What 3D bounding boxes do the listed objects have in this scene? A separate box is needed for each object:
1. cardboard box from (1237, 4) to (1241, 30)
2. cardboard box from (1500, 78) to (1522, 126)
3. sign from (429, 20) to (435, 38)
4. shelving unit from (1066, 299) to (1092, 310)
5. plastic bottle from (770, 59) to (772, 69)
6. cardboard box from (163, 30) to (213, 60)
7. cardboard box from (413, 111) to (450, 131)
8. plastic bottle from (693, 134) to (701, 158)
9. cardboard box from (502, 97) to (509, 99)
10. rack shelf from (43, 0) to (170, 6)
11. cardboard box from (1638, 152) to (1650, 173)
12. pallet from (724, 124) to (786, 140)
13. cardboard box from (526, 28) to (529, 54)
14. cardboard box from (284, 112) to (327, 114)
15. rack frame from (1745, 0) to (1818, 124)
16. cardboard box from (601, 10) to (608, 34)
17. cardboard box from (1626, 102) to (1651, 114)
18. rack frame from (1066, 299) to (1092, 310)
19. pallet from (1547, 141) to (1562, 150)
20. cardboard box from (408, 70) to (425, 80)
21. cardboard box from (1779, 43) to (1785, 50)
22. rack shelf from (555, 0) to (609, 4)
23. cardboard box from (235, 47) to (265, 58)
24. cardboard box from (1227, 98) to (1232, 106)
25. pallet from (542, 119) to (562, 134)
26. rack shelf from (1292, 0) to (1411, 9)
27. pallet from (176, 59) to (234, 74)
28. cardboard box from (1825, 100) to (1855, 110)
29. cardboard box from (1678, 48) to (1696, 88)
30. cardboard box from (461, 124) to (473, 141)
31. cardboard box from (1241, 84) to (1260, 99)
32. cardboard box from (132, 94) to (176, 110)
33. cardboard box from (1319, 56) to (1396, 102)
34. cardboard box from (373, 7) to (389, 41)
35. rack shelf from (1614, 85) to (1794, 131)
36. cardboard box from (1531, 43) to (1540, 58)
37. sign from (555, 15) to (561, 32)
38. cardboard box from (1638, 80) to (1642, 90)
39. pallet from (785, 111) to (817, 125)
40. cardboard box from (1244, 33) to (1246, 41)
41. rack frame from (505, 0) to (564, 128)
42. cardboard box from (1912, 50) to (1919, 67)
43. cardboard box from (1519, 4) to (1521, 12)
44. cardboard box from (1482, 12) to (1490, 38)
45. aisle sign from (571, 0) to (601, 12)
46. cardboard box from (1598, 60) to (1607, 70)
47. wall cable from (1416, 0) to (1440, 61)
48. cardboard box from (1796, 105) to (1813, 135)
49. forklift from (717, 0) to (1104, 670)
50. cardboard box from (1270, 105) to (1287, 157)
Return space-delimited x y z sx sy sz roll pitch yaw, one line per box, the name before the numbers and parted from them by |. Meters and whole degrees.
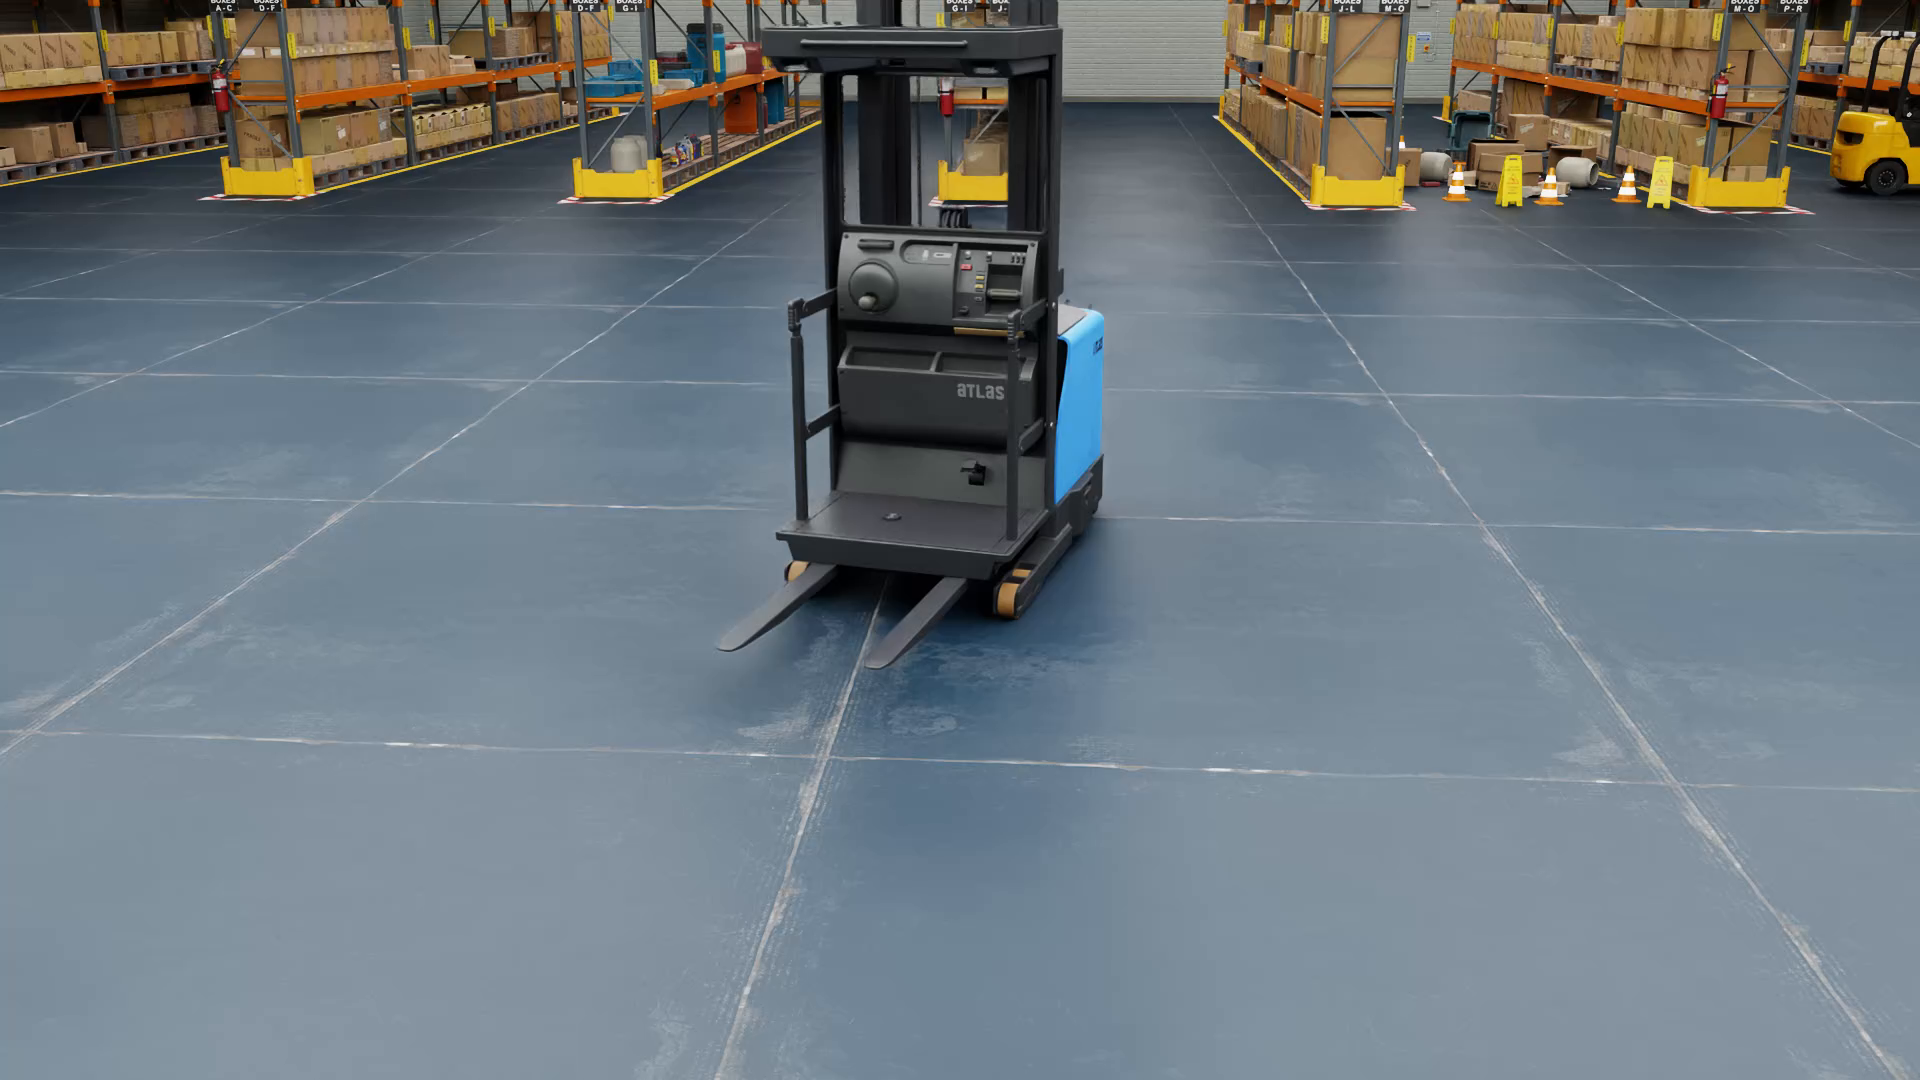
cardboard box | 5.894 -10.584 33.661 0.500 0.500 0.500 1 18 2
cardboard box | 11.078 -8.523 32.356 0.875 0.875 0.875 2 18 6
sign | -9.551 -9.251 30.105 0.100 0.325 0.005 1 18 4
shelving unit | 0.547 -0.766 9.075 0.252 1.050 0.215 -14 23 -36
plastic bottle | -3.587 -9.047 31.403 0.061 0.283 0.133 1 18 4
cardboard box | -13.974 -8.949 30.049 0.700 0.500 0.500 -1 18 -3
cardboard box | -8.941 -7.085 28.069 0.500 0.311 0.500 1 18 2
plastic bottle | -4.114 -6.119 25.827 0.144 0.351 0.185 1 18 2
cardboard box | -9.108 -8.370 32.457 0.500 0.500 0.500 1 18 2
rack shelf | -14.094 -9.301 28.329 1.077 0.370 4.000 1 18 4
cardboard box | 10.095 -5.428 23.913 0.500 0.250 0.500 1 18 3
pallet | -3.964 -7.916 32.242 1.003 0.211 1.213 1 18 4
cardboard box | -8.966 -9.861 32.866 0.700 0.500 0.500 4 19 13
cardboard box | -9.747 -6.133 24.860 0.500 0.500 0.500 1 18 4
rack frame | 15.994 -9.418 32.349 1.000 3.000 0.127 1 18 4
cardboard box | -8.193 -11.592 37.216 0.500 0.500 0.500 1 18 3
cardboard box | 10.089 -6.386 24.590 0.380 0.149 0.250 2 18 5
rack frame | 0.643 -0.790 9.147 0.008 1.050 0.200 -14 23 -36
pallet | 10.698 -6.718 28.586 1.003 0.211 1.213 1 18 4
cardboard box | -9.029 -7.638 27.319 0.380 0.149 0.250 1 18 4
cardboard box | 15.511 -9.131 31.013 0.396 0.266 0.258 2 18 7
rack shelf | -8.579 -11.676 35.577 1.077 0.370 4.000 1 18 4
cardboard box | -9.745 -6.723 22.921 0.380 0.149 0.250 1 18 3
cardboard box | 5.959 -9.439 35.840 0.380 0.149 0.250 2 18 6
pallet | -8.743 -8.393 33.697 1.003 0.211 1.213 1 18 4
rack shelf | 5.381 -7.585 23.091 1.077 0.370 4.000 1 18 4
pallet | -13.895 -8.524 29.926 1.213 0.211 1.003 1 18 4
cardboard box | 15.490 -7.655 29.265 0.380 0.149 0.250 0 18 1
cardboard box | 9.987 -6.320 22.255 0.500 0.500 0.500 1 18 4
cardboard box | -8.876 -7.137 29.128 0.500 0.250 0.500 2 18 5
cardboard box | 5.781 -8.751 32.449 0.500 0.250 0.500 0 18 1
cardboard box | -14.085 -7.656 29.073 0.500 0.250 0.500 1 18 4
cardboard box | 5.219 -6.068 21.882 0.875 0.550 0.550 1 18 4
cardboard box | -9.322 -8.013 25.815 0.700 0.500 0.500 1 18 4
rack shelf | 10.326 -6.080 23.317 1.077 0.370 4.000 1 18 4
cardboard box | 10.570 -8.767 29.800 0.500 0.250 0.500 1 18 2
sign | -8.169 -10.510 33.822 0.100 0.325 0.005 1 18 4
cardboard box | 10.171 -6.670 24.366 0.380 0.149 0.250 1 18 4
pallet | -3.683 -9.144 35.989 1.003 0.211 1.213 1 18 4
cardboard box | 5.503 -9.372 30.982 0.380 0.149 0.250 2 18 6
rack frame | -8.723 -9.971 34.037 1.000 3.000 0.127 1 18 4
cardboard box | 15.273 -7.577 26.167 0.500 0.250 0.500 2 18 5
cardboard box | 11.303 -10.611 33.182 0.380 0.149 0.250 1 18 3
cardboard box | 10.845 -10.361 33.458 0.500 0.500 0.500 1 18 3
aisle sign | -4.944 -7.352 21.869 0.394 0.787 0.004 1 18 4
cardboard box | 10.250 -7.452 26.076 0.380 0.149 0.250 1 18 3
wall cable | 11.710 -13.020 41.658 0.585 1.953 0.123 1 18 4
cardboard box | 15.604 -7.642 30.266 0.500 0.500 0.500 2 18 6
forklift | -0.167 -1.179 7.315 1.130 2.935 3.031 6 19 17
cardboard box | 5.479 -6.448 26.221 1.050 0.750 0.750 1 18 4
